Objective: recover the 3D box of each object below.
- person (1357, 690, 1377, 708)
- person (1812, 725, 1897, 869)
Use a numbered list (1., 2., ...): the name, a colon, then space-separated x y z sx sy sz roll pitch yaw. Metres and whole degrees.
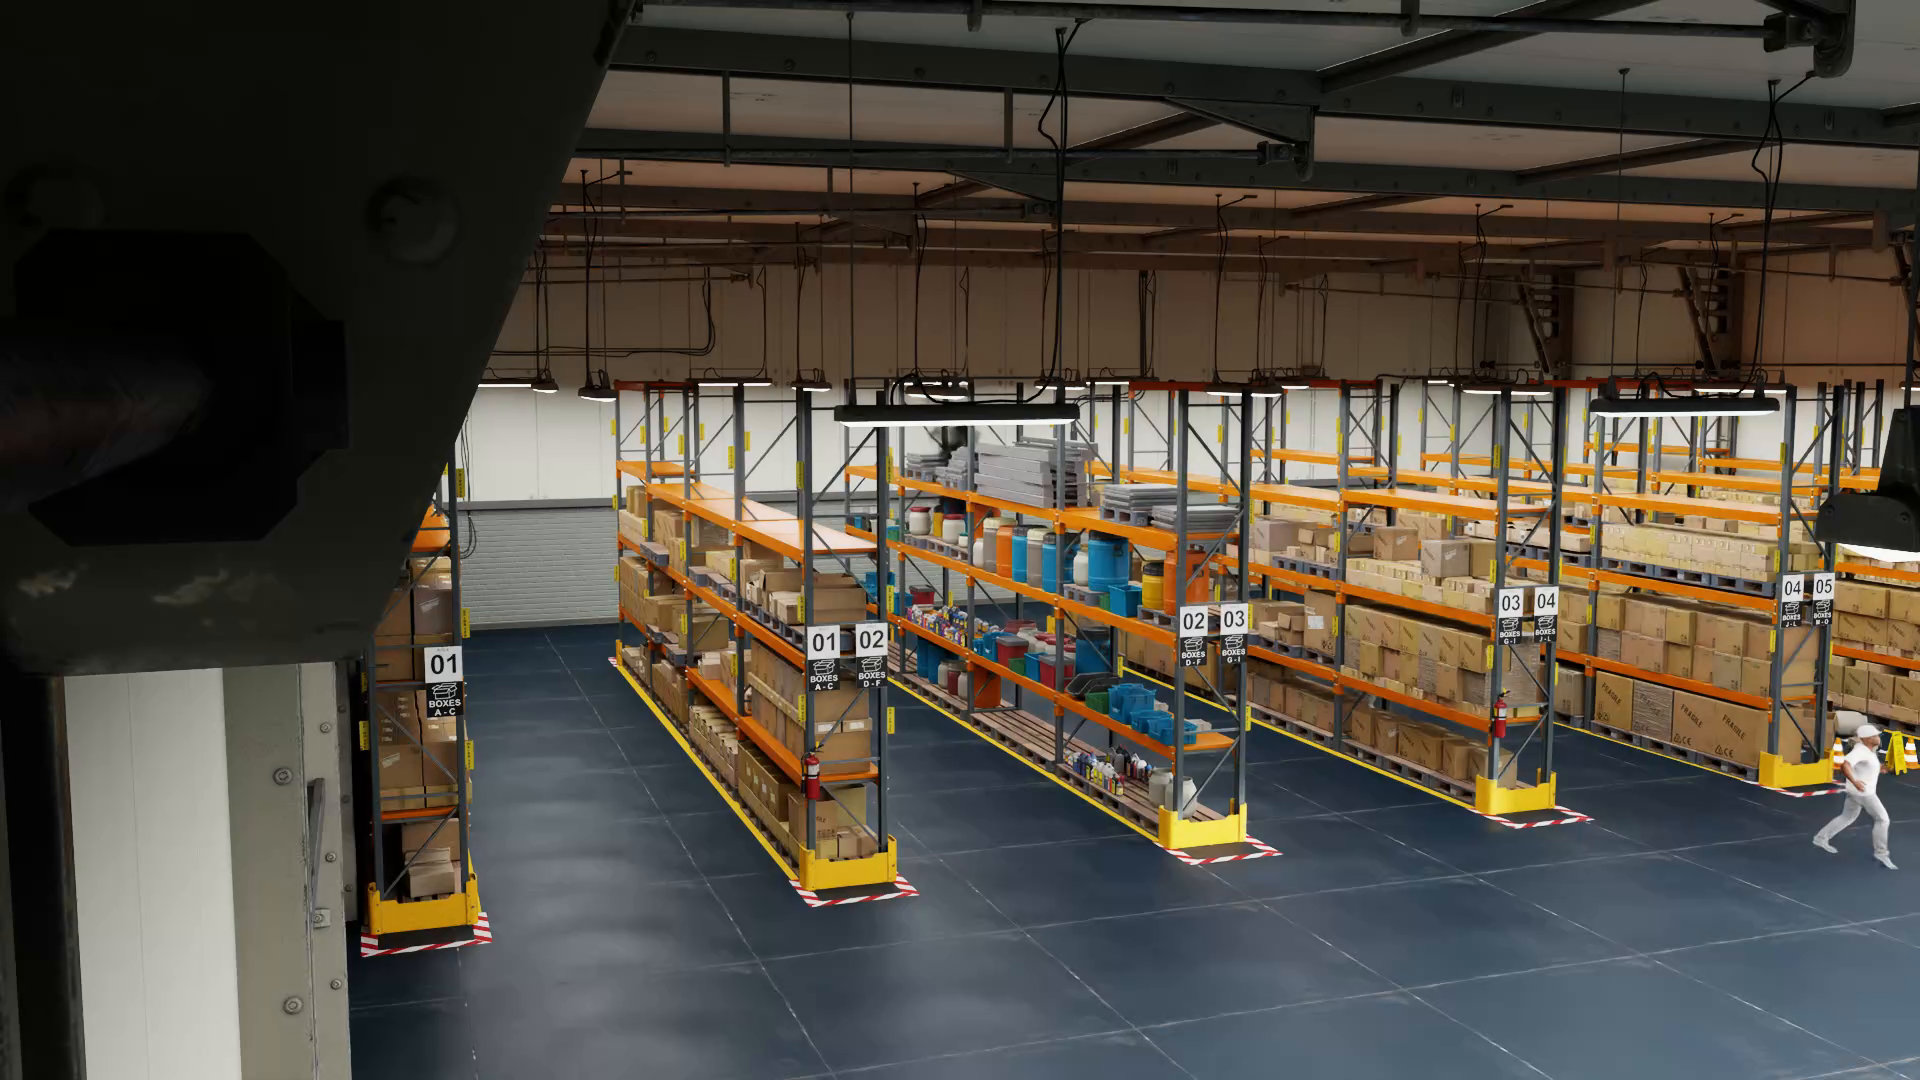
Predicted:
1. person: 7.558 2.264 30.297 0.722 1.744 0.628 -3 7 -23
2. person: 11.400 3.237 21.147 0.954 1.825 0.663 2 6 15
